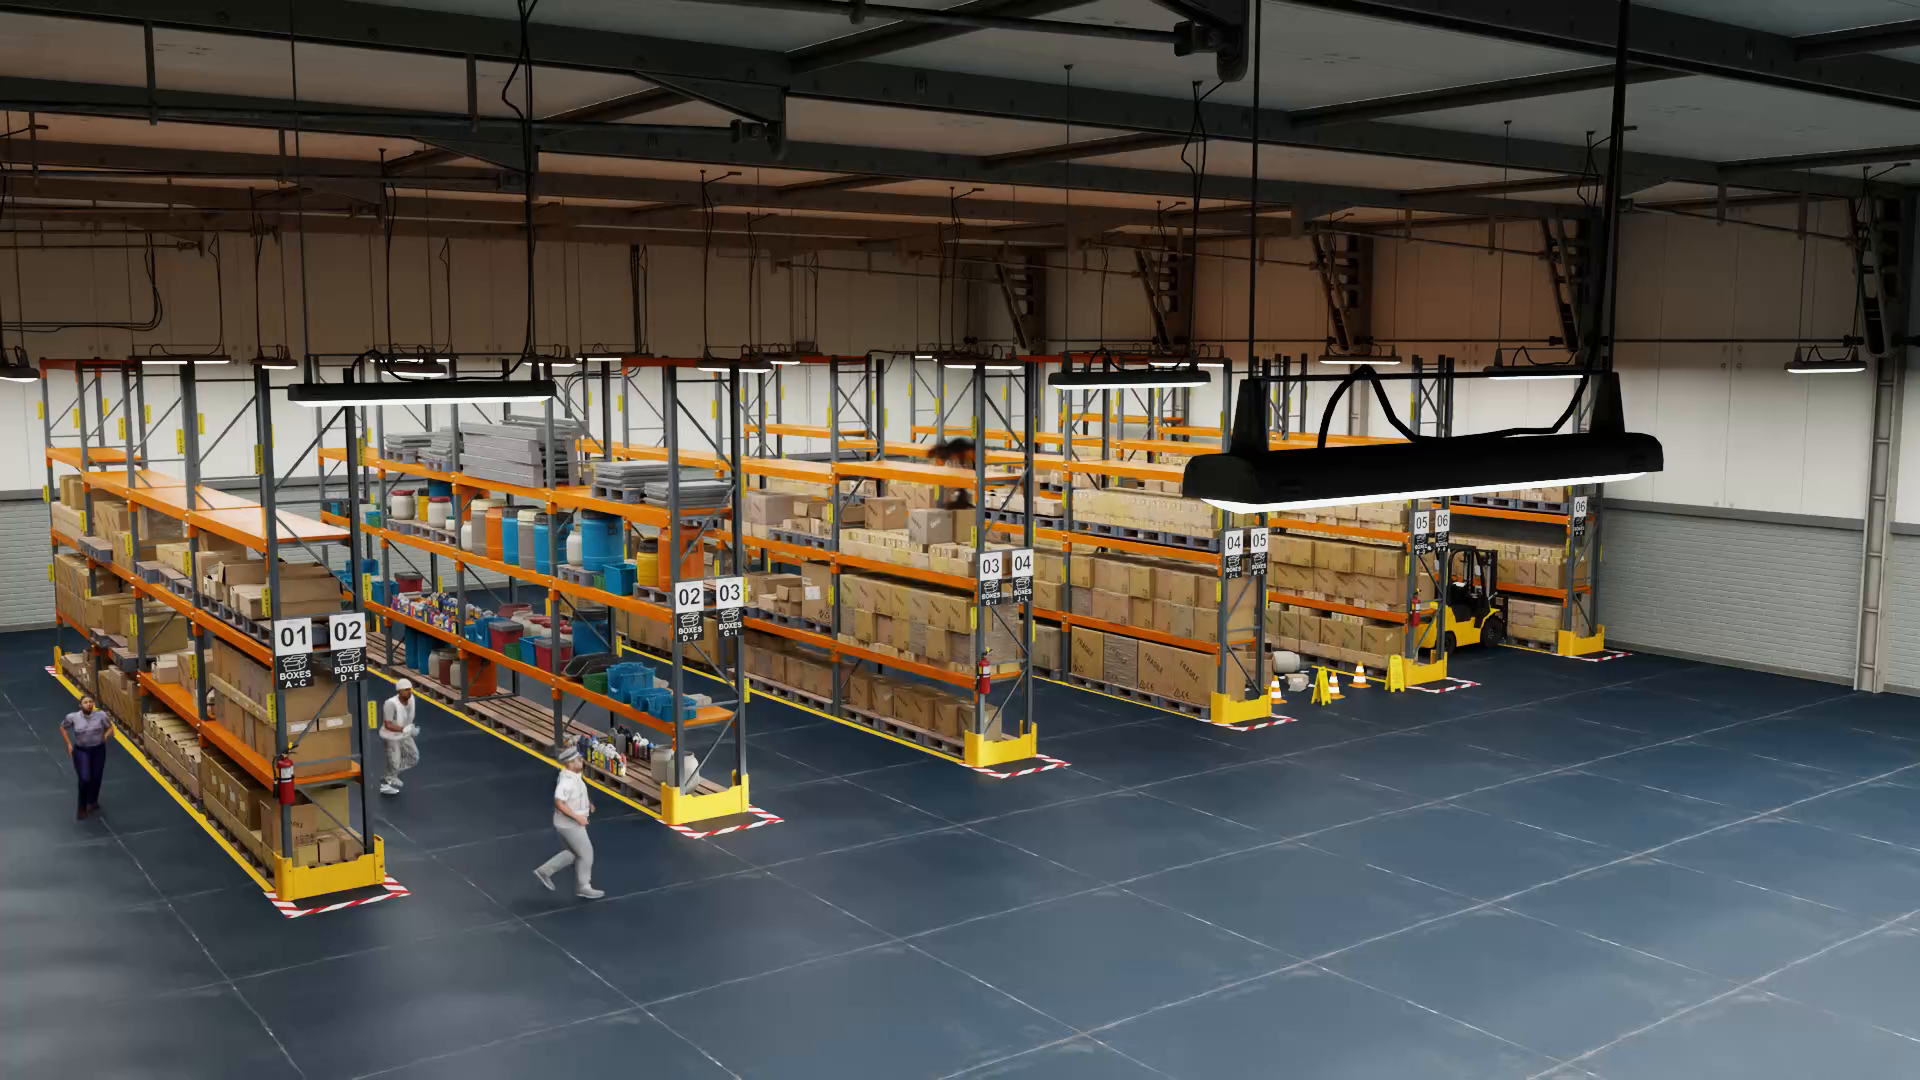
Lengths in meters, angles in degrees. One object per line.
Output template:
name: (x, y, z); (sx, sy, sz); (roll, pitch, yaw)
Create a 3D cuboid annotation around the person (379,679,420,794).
person: (-7.782, 2.733, 23.160); (0.766, 1.667, 0.704); (3, 7, 21)

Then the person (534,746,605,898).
person: (-4.446, 3.209, 18.840); (0.780, 1.778, 0.678); (-2, 7, -14)

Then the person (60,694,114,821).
person: (-11.589, 2.882, 22.158); (0.612, 1.671, 0.694); (-6, 9, -39)
